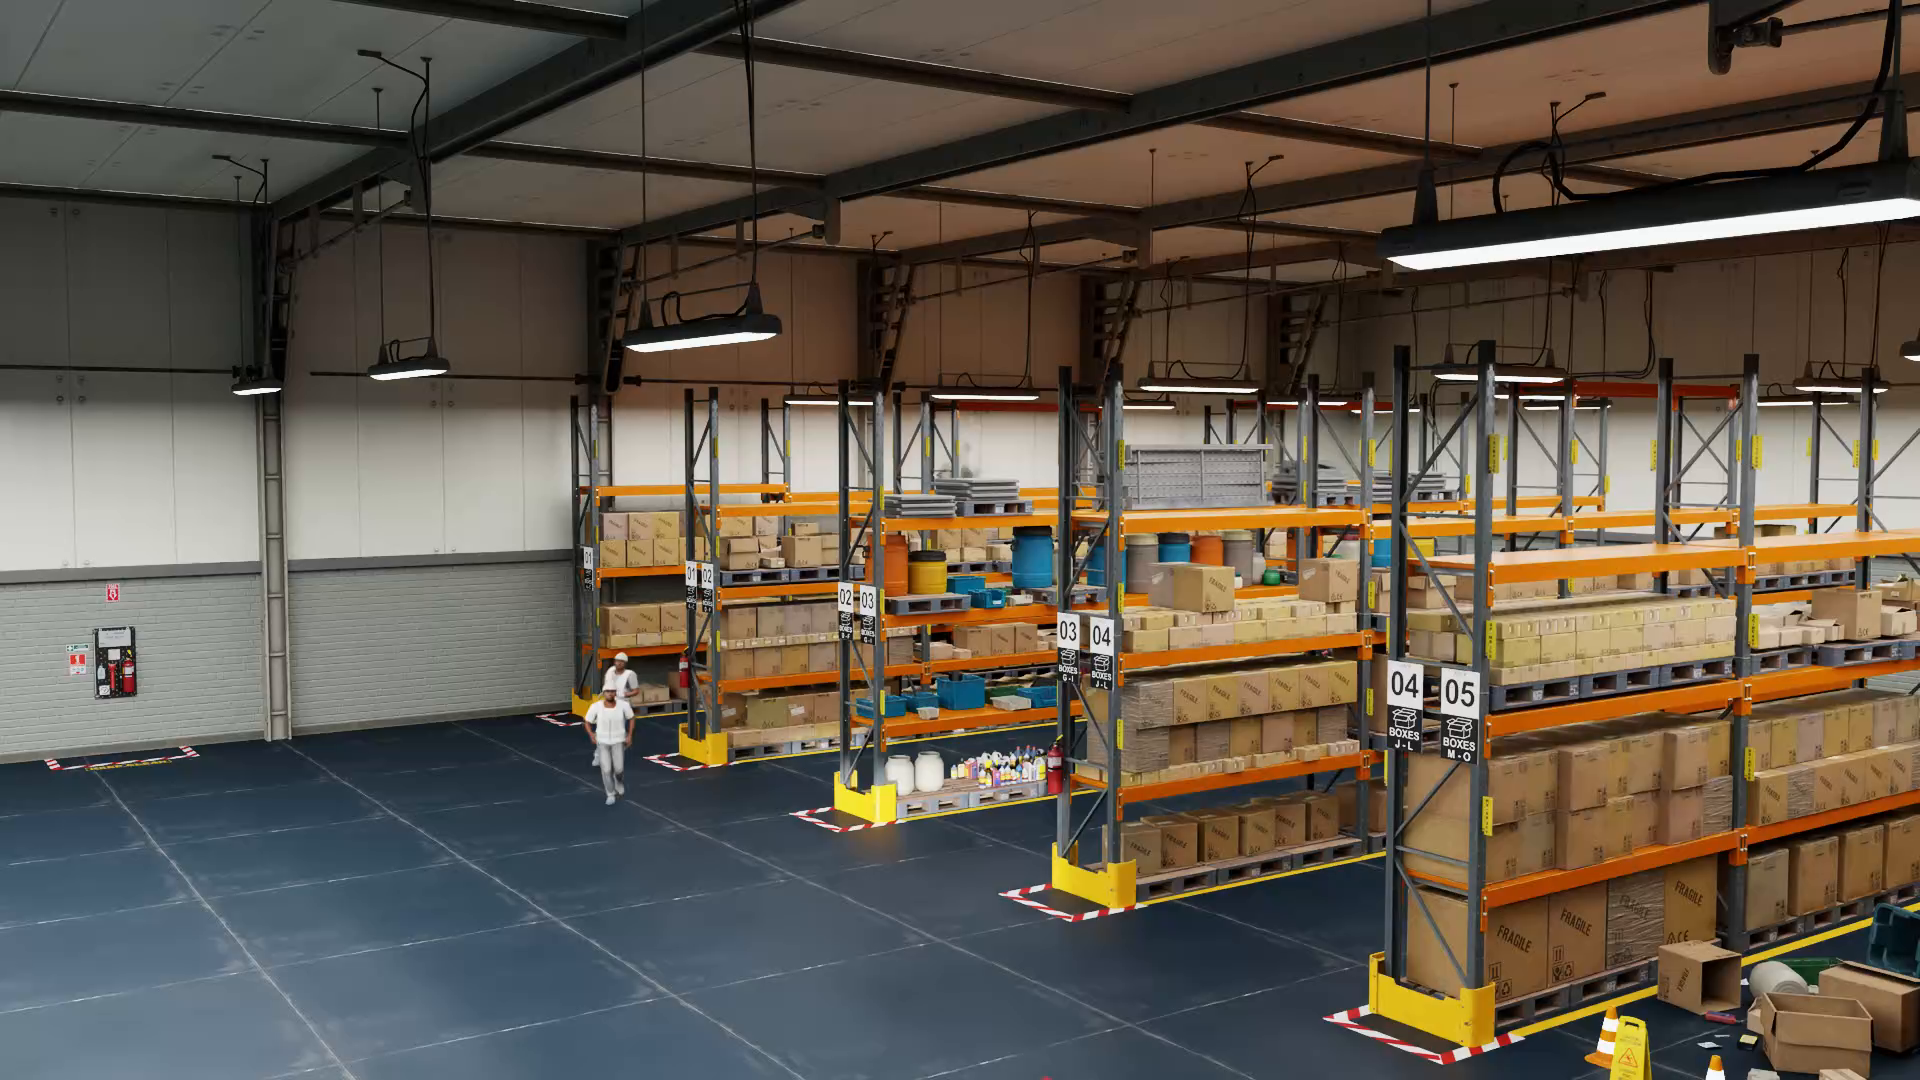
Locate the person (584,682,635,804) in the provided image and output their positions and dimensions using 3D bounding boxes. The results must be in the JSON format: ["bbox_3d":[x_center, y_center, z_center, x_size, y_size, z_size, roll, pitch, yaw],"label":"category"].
[{"bbox_3d":[-4.990,2.880,23.678,0.711,1.730,0.573,-1,4,-11],"label":"person"}]

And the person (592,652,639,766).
[{"bbox_3d":[-5.469,2.674,26.615,0.710,1.759,0.956,1,4,12],"label":"person"}]
